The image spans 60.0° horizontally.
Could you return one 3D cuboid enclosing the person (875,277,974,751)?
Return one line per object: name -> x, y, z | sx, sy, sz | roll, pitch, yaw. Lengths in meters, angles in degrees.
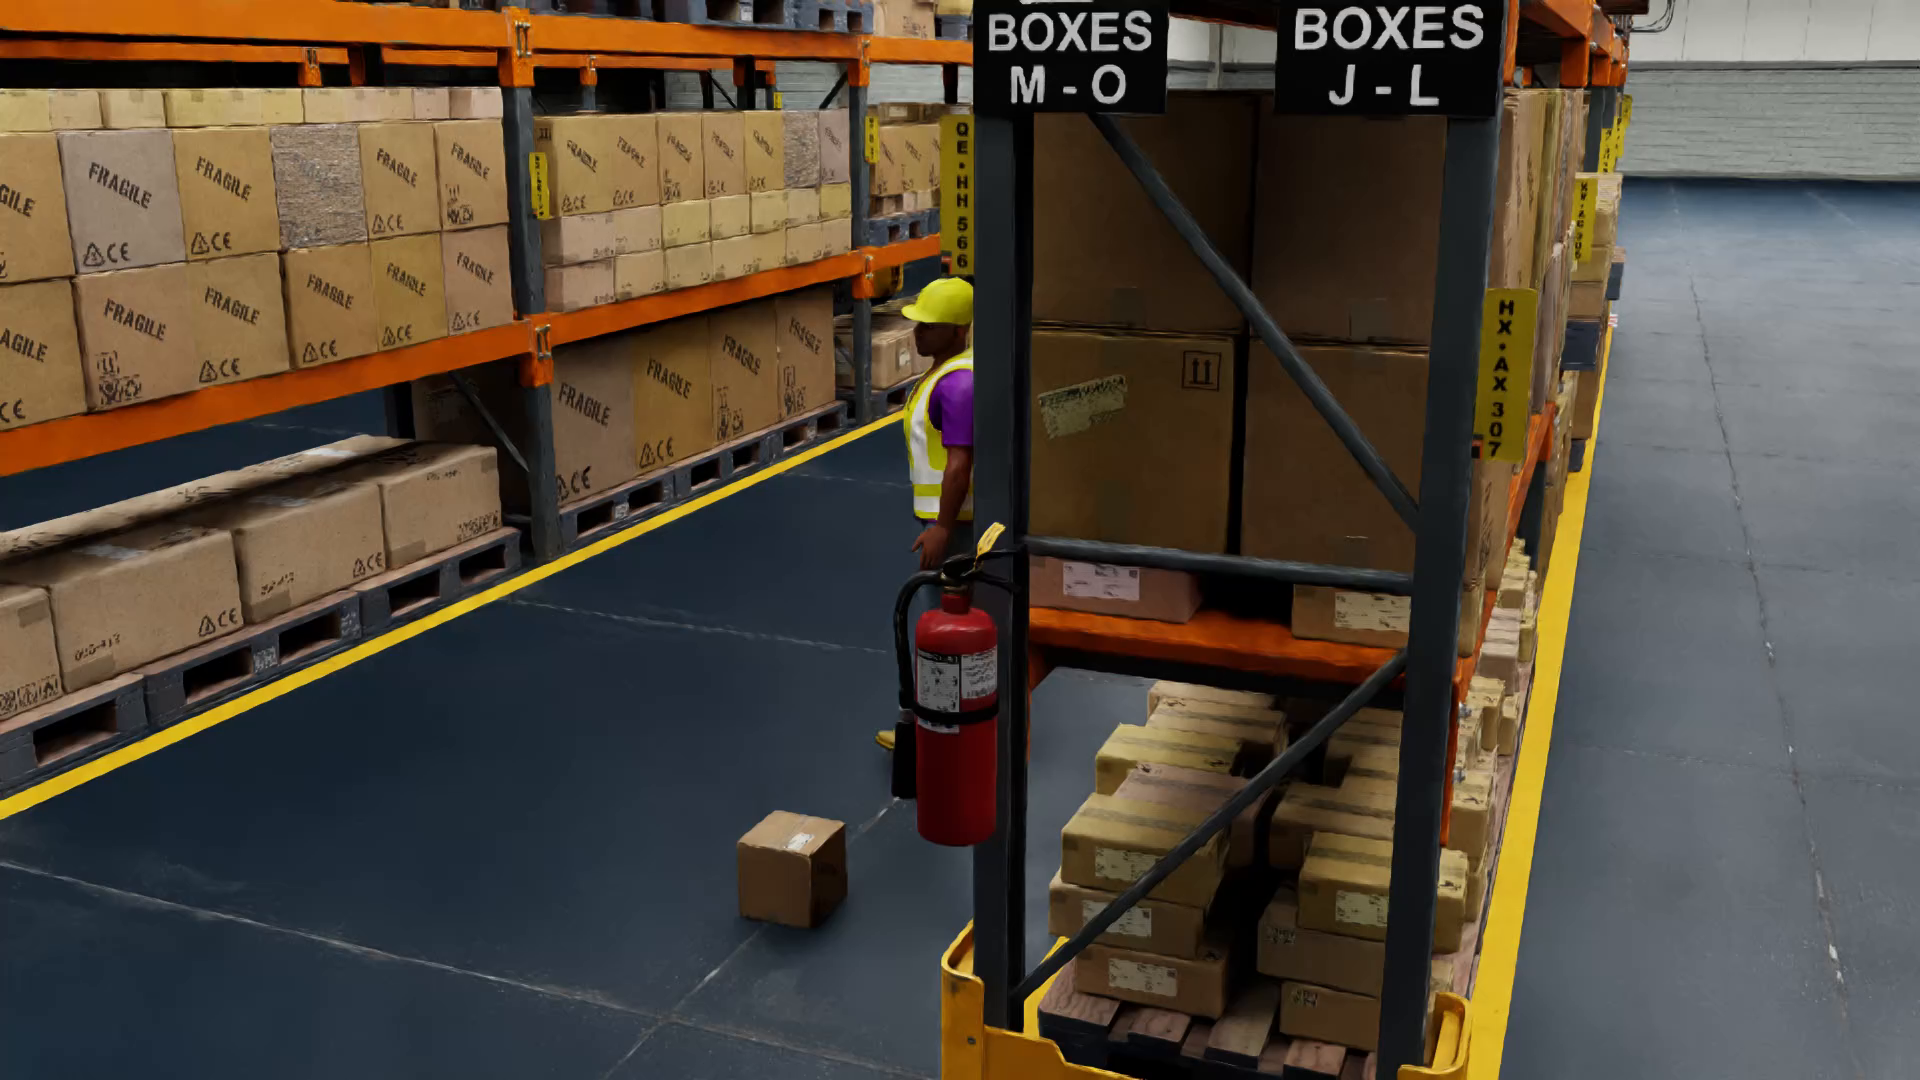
person -> -0.093, -0.085, 6.173 | 0.470, 1.770, 0.636 | -1, 15, -3
